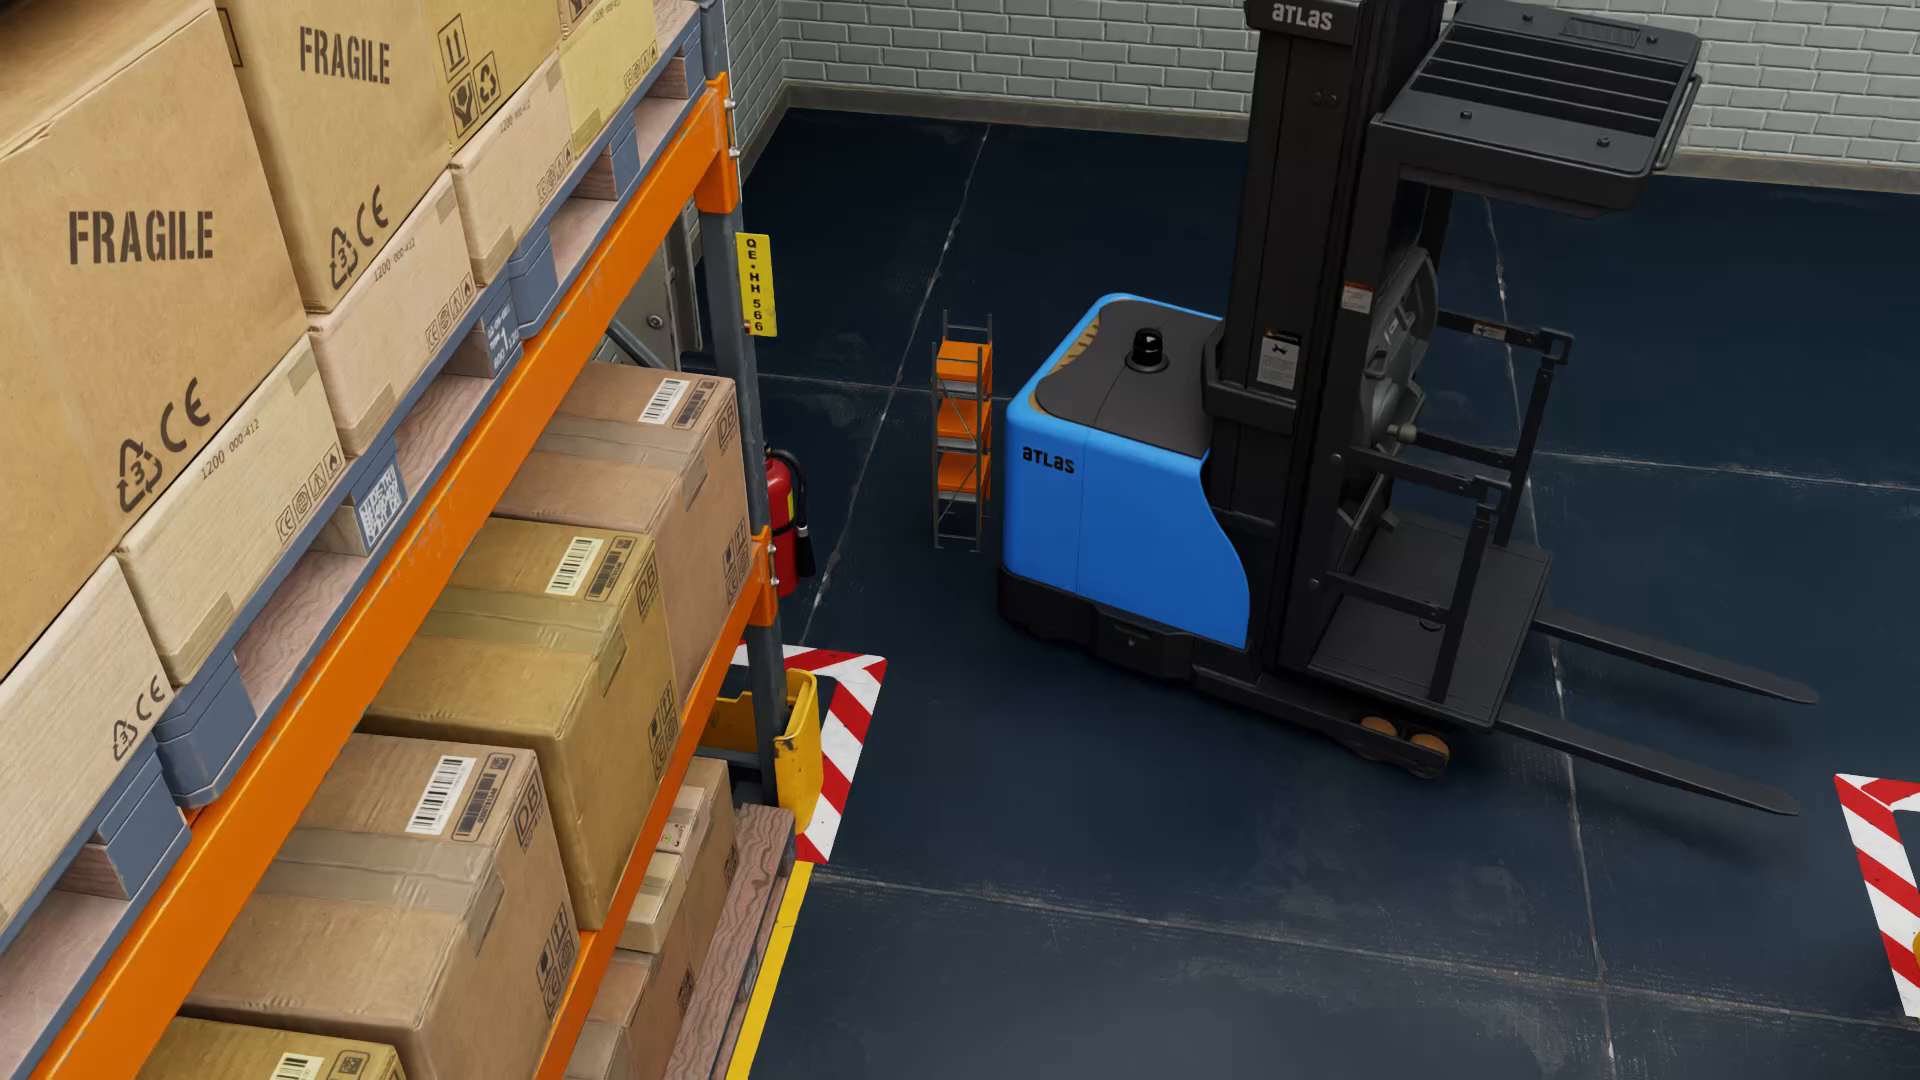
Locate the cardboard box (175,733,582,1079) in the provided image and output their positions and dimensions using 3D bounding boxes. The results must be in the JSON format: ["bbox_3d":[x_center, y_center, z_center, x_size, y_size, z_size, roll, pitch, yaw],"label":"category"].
[{"bbox_3d":[-1.440,0.897,3.576,0.980,0.700,0.700,5,40,6],"label":"cardboard box"}]

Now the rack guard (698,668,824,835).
[{"bbox_3d":[-1.101,0.704,6.006,1.175,0.500,0.348,6,40,8],"label":"rack guard"}]

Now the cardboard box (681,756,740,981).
[{"bbox_3d":[-1.128,1.008,5.309,0.700,0.500,0.500,6,40,8],"label":"cardboard box"}]

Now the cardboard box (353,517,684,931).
[{"bbox_3d":[-1.299,0.419,4.154,0.980,0.700,0.700,6,40,7],"label":"cardboard box"}]

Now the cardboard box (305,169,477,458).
[{"bbox_3d":[-1.145,-0.400,2.736,0.500,0.250,0.500,5,40,6],"label":"cardboard box"}]

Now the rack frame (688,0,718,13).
[{"bbox_3d":[-1.105,-2.556,3.280,1.000,3.000,0.127,6,40,8],"label":"rack frame"}]

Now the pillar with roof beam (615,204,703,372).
[{"bbox_3d":[2.750,-3.872,4.871,9.100,9.000,0.400,6,40,8],"label":"pillar with roof beam"}]

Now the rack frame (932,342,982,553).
[{"bbox_3d":[-0.012,-0.362,6.863,0.200,1.050,0.008,6,40,8],"label":"rack frame"}]

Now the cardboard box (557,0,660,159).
[{"bbox_3d":[-0.971,-1.054,3.526,0.500,0.250,0.500,8,40,9],"label":"cardboard box"}]

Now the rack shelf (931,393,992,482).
[{"bbox_3d":[0.009,-0.430,6.963,0.215,0.259,0.240,6,40,8],"label":"rack shelf"}]

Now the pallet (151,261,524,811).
[{"bbox_3d":[-1.432,-0.132,2.771,1.003,0.211,1.213,6,40,8],"label":"pallet"}]

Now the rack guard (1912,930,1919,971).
[{"bbox_3d":[3.761,1.311,5.272,1.175,0.500,0.348,6,40,8],"label":"rack guard"}]

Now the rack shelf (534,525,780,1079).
[{"bbox_3d":[-1.451,1.288,3.903,1.077,0.370,4.000,6,40,8],"label":"rack shelf"}]

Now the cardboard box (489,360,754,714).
[{"bbox_3d":[-1.184,-0.039,4.707,0.980,0.700,0.700,8,40,10],"label":"cardboard box"}]

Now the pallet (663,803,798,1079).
[{"bbox_3d":[-1.167,1.341,5.463,1.003,0.211,1.213,6,40,8],"label":"pallet"}]

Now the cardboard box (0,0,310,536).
[{"bbox_3d":[-1.235,-0.372,2.113,0.500,0.500,0.500,7,40,8],"label":"cardboard box"}]

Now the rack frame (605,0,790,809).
[{"bbox_3d":[-1.105,-0.244,5.191,1.000,3.000,0.127,6,40,8],"label":"rack frame"}]

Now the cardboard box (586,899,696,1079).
[{"bbox_3d":[-1.214,1.322,4.930,0.700,0.500,0.500,6,40,8],"label":"cardboard box"}]

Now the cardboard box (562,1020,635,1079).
[{"bbox_3d":[-1.301,1.637,4.548,0.700,0.500,0.500,5,40,6],"label":"cardboard box"}]

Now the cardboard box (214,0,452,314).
[{"bbox_3d":[-1.143,-0.701,2.511,0.500,0.500,0.500,5,40,6],"label":"cardboard box"}]

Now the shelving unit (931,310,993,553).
[{"bbox_3d":[0.009,-0.438,6.956,0.215,1.050,0.252,6,40,8],"label":"shelving unit"}]

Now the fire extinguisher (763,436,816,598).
[{"bbox_3d":[-0.625,-0.115,5.388,0.296,0.674,0.183,6,40,8],"label":"fire extinguisher"}]

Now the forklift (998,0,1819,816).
[{"bbox_3d":[1.705,-0.634,5.717,3.031,2.935,1.130,18,43,21],"label":"forklift"}]

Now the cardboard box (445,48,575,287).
[{"bbox_3d":[-1.060,-0.727,3.131,0.500,0.250,0.500,5,40,6],"label":"cardboard box"}]

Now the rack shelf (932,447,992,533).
[{"bbox_3d":[0.009,-0.216,7.140,0.215,0.259,0.240,6,40,8],"label":"rack shelf"}]

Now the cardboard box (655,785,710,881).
[{"bbox_3d":[-0.971,0.858,4.981,0.380,0.149,0.250,6,40,7],"label":"cardboard box"}]

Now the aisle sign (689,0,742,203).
[{"bbox_3d":[-0.797,-1.258,4.378,0.394,0.787,0.004,6,40,8],"label":"aisle sign"}]

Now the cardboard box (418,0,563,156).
[{"bbox_3d":[-1.061,-1.030,2.908,0.500,0.500,0.500,8,40,9],"label":"cardboard box"}]

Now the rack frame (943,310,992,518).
[{"bbox_3d":[0.030,-0.515,7.049,0.200,1.050,0.008,6,40,8],"label":"rack frame"}]

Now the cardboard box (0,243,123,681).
[{"bbox_3d":[-1.315,-0.061,1.737,0.500,0.500,0.500,6,40,7],"label":"cardboard box"}]

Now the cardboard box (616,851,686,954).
[{"bbox_3d":[-1.014,1.019,4.787,0.380,0.149,0.250,7,40,9],"label":"cardboard box"}]

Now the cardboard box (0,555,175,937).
[{"bbox_3d":[-1.316,0.245,1.956,0.500,0.250,0.500,6,40,7],"label":"cardboard box"}]

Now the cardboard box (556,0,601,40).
[{"bbox_3d":[-0.963,-1.343,3.287,0.500,0.500,0.500,6,40,8],"label":"cardboard box"}]

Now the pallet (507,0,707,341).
[{"bbox_3d":[-1.223,-0.899,3.699,1.003,0.211,1.213,6,40,8],"label":"pallet"}]

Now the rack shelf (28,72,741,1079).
[{"bbox_3d":[-1.451,0.132,2.947,1.077,0.370,4.000,6,40,8],"label":"rack shelf"}]

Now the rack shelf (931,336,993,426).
[{"bbox_3d":[0.009,-0.649,6.782,0.215,0.259,0.240,6,40,8],"label":"rack shelf"}]

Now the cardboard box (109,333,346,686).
[{"bbox_3d":[-1.235,-0.078,2.346,0.500,0.250,0.500,5,40,6],"label":"cardboard box"}]

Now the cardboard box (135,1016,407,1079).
[{"bbox_3d":[-1.556,1.354,3.023,0.980,0.700,0.700,5,40,7],"label":"cardboard box"}]

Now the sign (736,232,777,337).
[{"bbox_3d":[-0.573,-0.713,4.664,0.100,0.325,0.005,6,40,8],"label":"sign"}]

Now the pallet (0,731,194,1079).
[{"bbox_3d":[-1.646,0.632,1.847,1.003,0.211,1.213,6,40,8],"label":"pallet"}]
